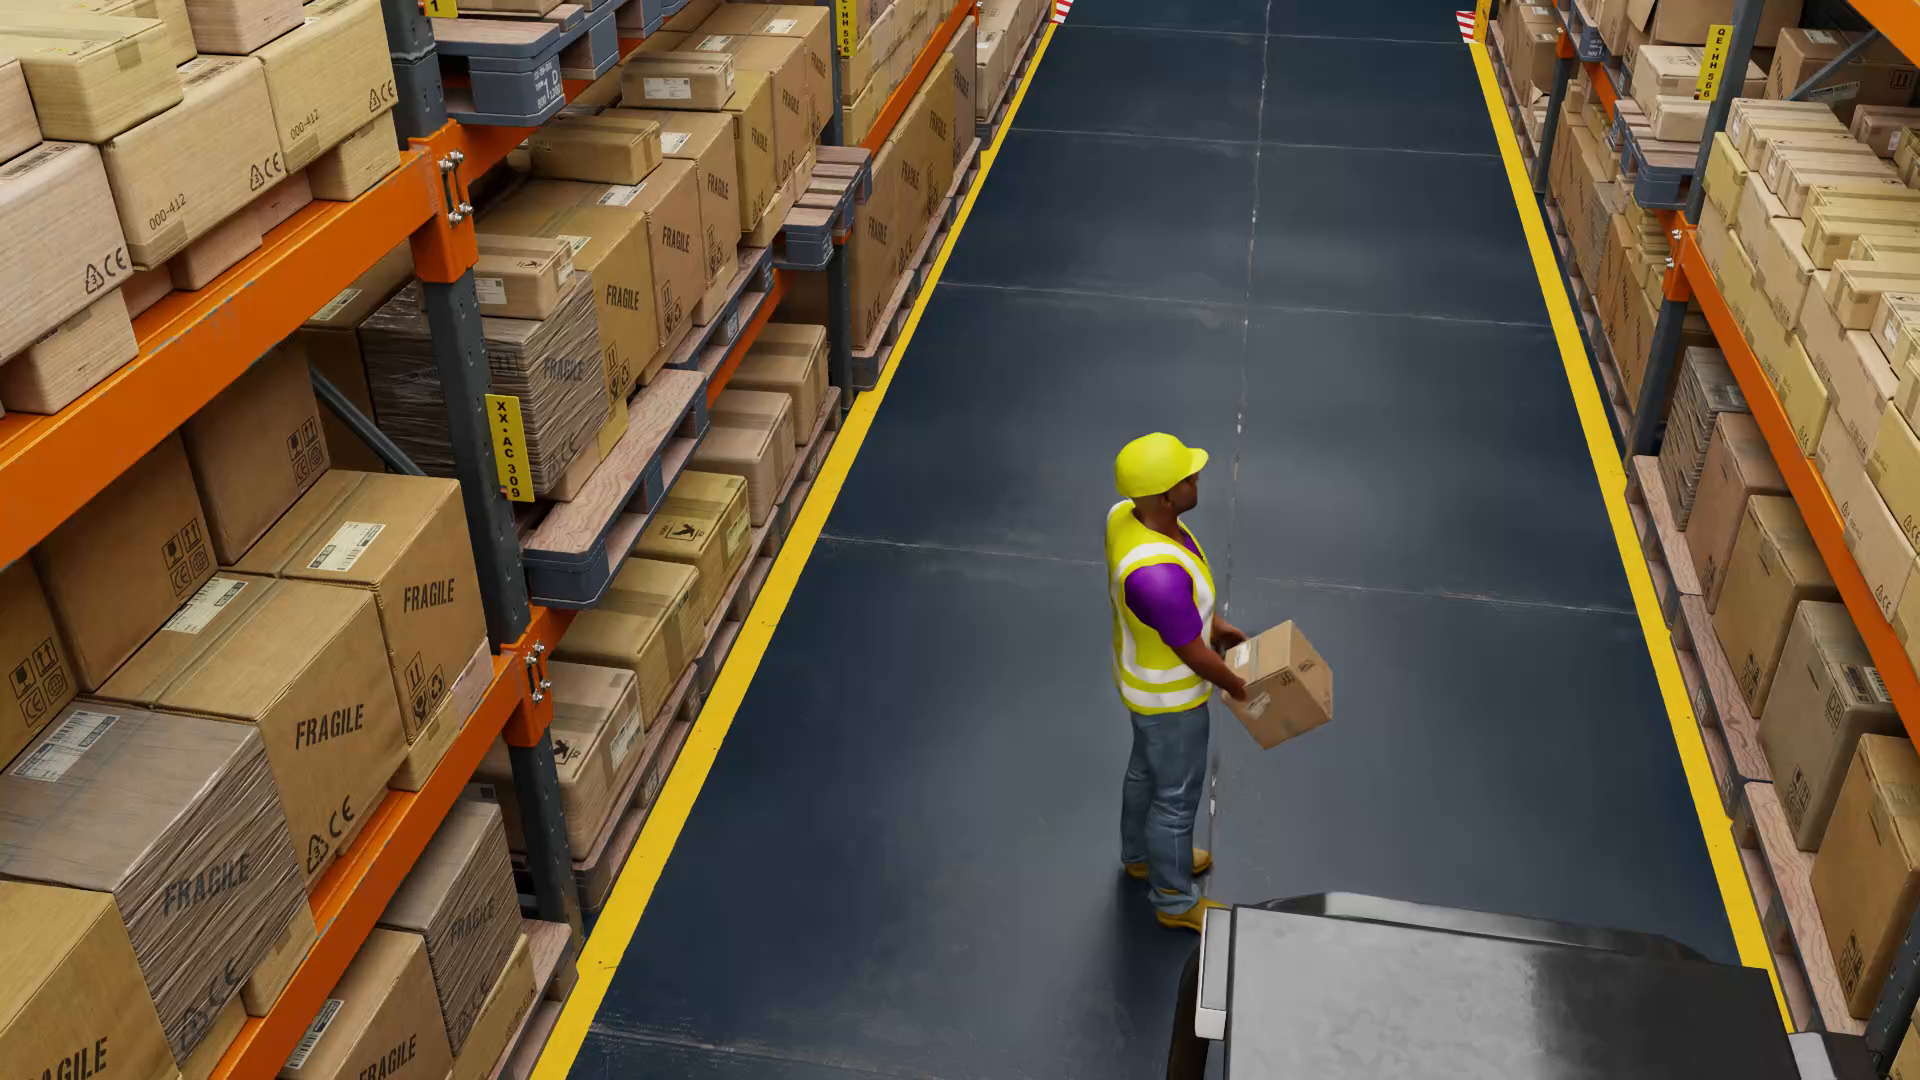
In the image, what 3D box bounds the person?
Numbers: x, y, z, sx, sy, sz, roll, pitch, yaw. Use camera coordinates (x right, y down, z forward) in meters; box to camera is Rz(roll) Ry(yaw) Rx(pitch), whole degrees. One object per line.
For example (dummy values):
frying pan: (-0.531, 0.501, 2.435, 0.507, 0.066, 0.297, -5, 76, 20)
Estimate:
person: (0.722, 0.454, 5.387, 0.538, 1.772, 0.573, -2, 32, -3)
